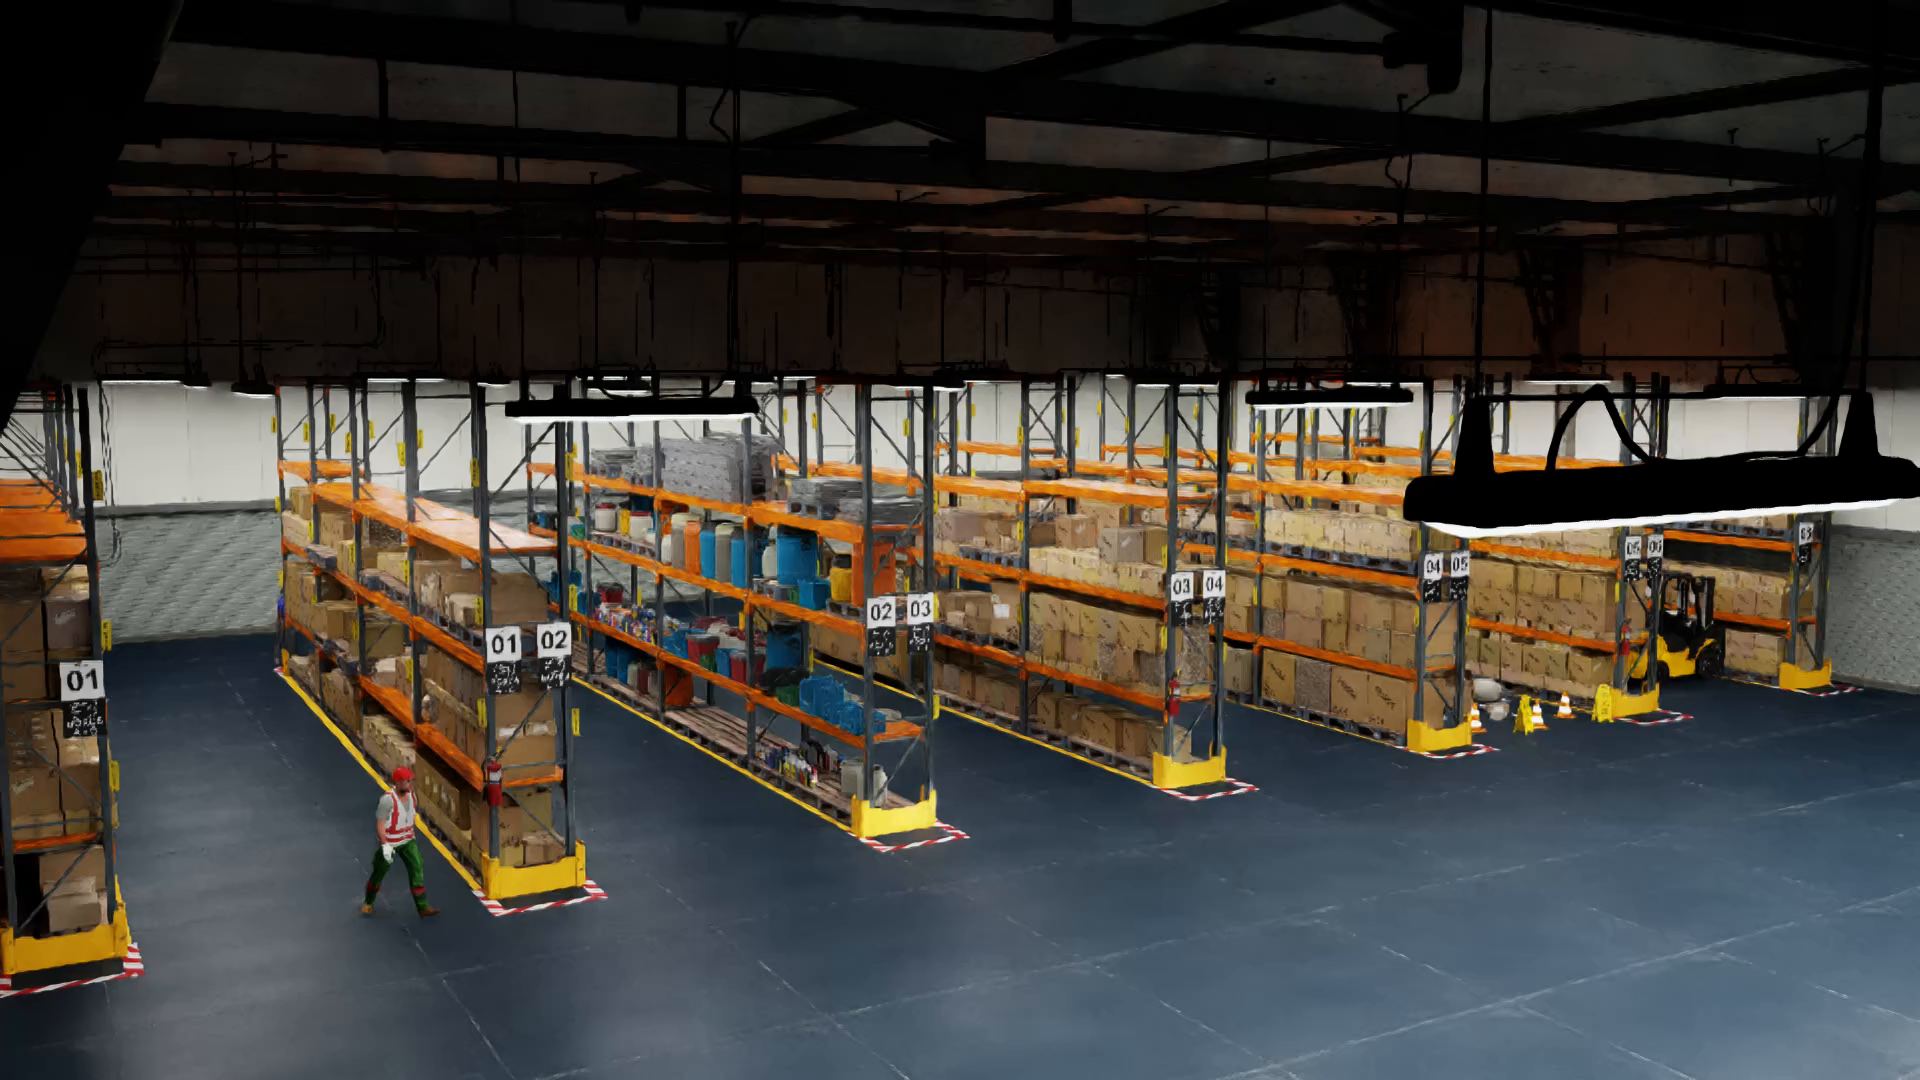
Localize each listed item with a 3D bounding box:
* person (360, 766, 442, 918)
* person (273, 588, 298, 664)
[{"bbox_3d":[-6.360,3.416,18.845,0.996,1.748,0.608,4,7,32],"label":"person"},{"bbox_3d":[-13.997,1.743,34.520,0.536,1.658,0.500,1,6,11],"label":"person"}]
